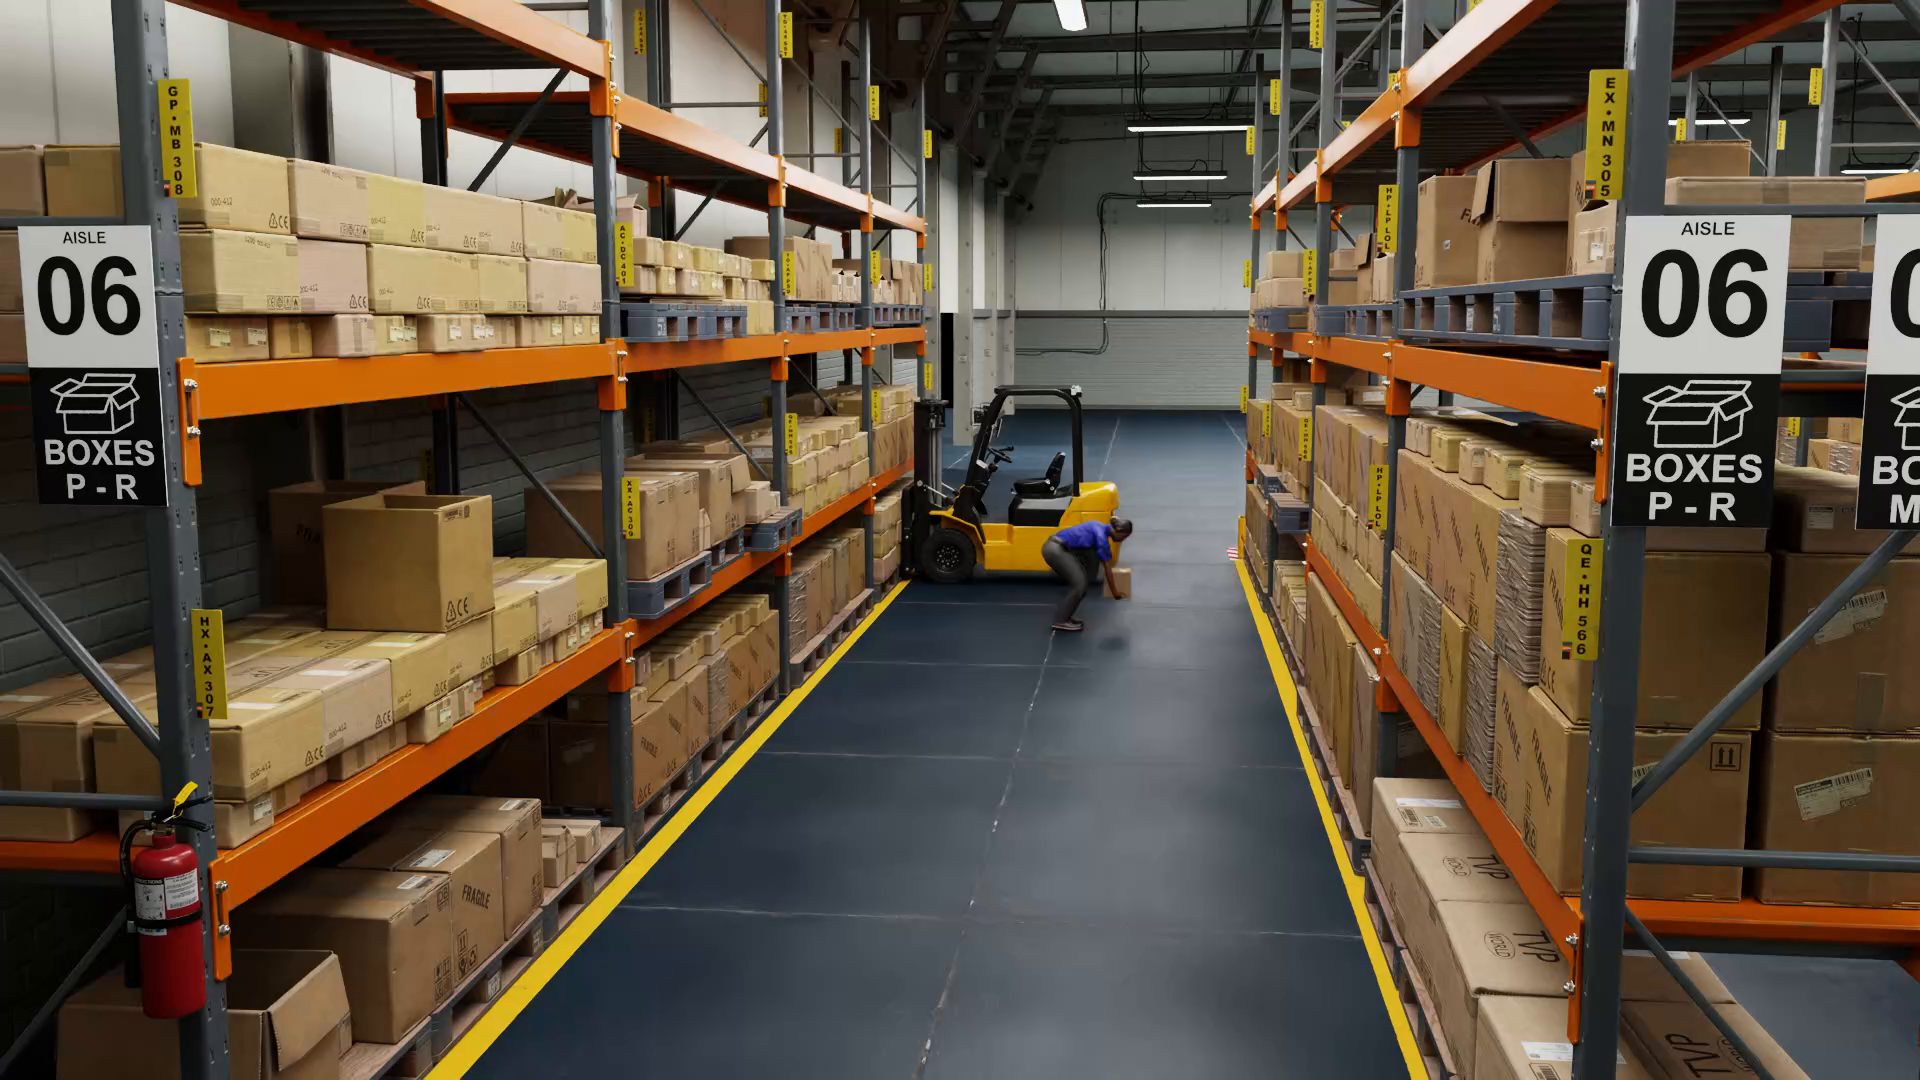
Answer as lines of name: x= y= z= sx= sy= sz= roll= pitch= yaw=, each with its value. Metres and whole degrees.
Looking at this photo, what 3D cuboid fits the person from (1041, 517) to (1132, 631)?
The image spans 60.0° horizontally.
person: x=1.197 y=0.310 z=15.748 sx=0.856 sy=1.067 sz=0.456 roll=0 pitch=8 yaw=3
